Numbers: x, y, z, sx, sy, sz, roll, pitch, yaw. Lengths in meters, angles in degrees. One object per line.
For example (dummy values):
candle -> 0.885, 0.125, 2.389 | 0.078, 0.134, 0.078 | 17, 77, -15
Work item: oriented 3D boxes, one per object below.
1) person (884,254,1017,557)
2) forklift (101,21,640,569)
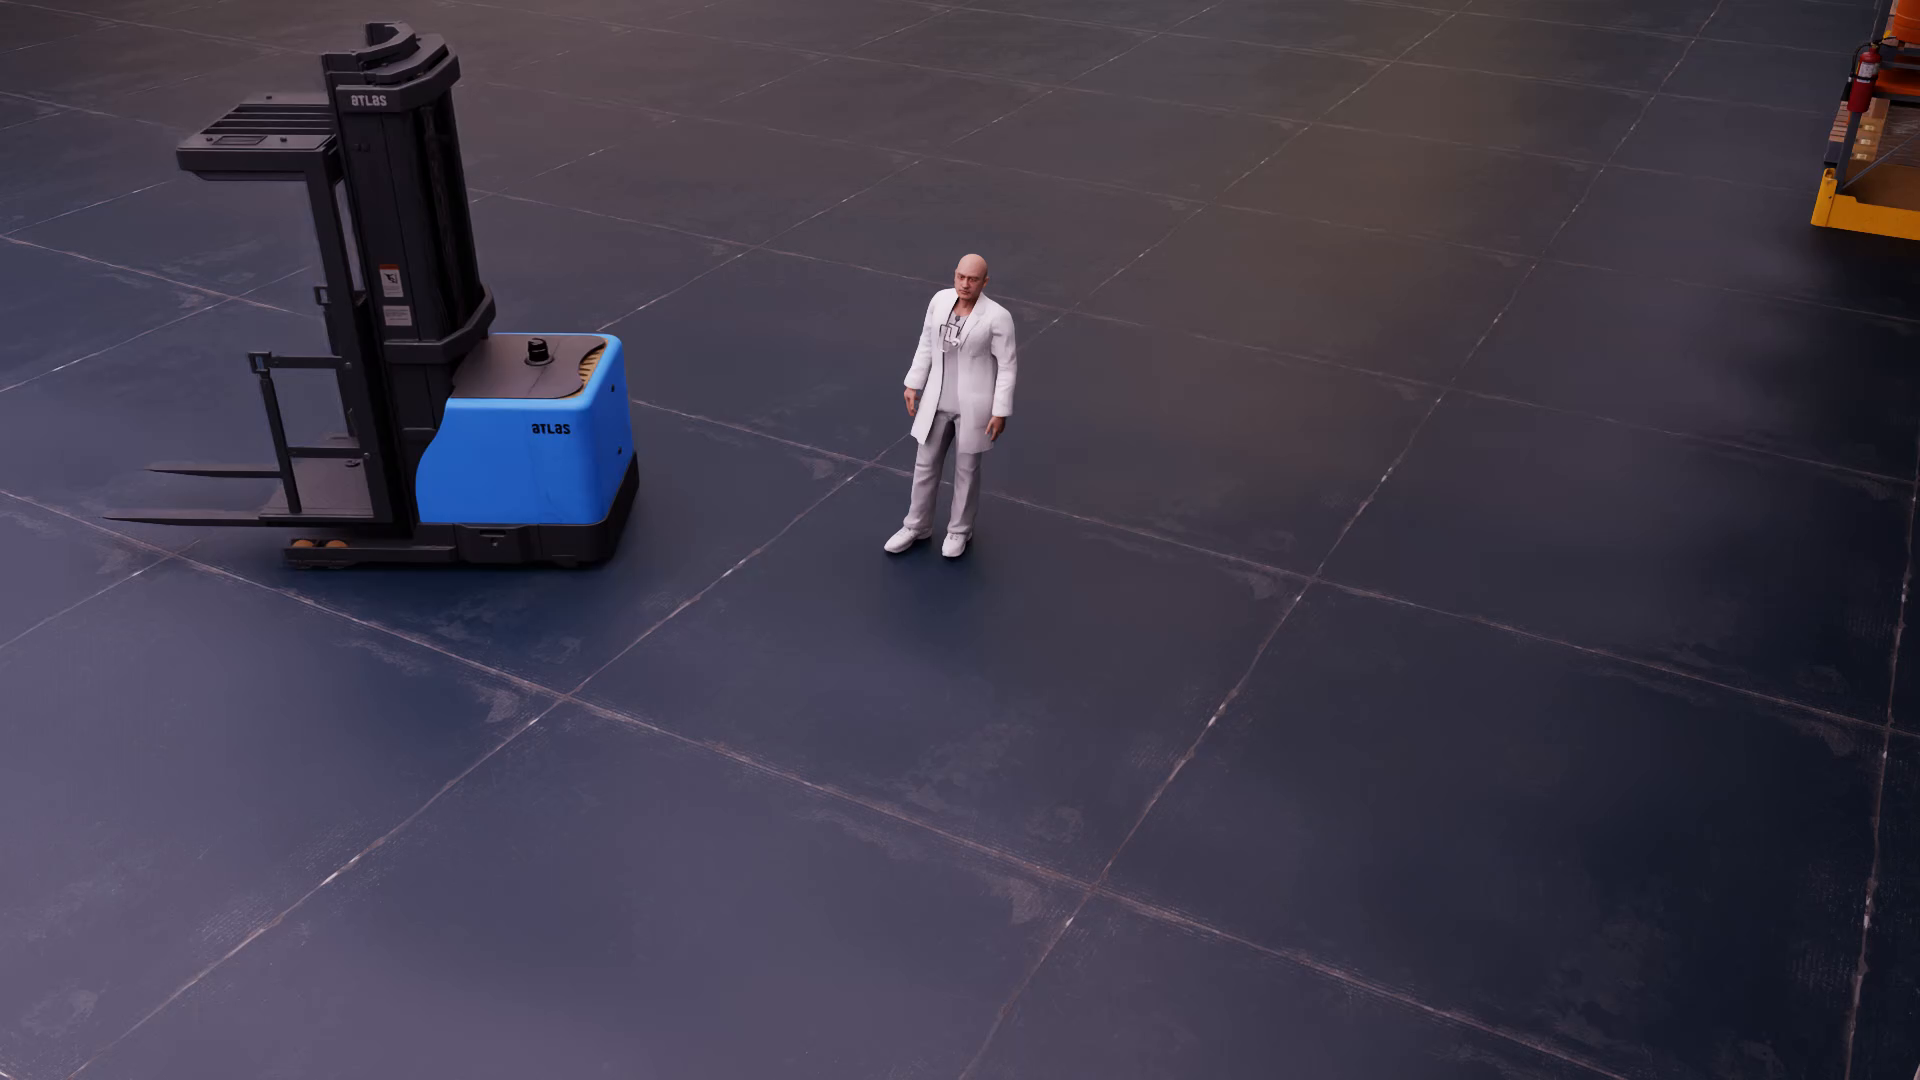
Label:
person -> -0.048, -0.737, 9.487 | 0.698, 1.777, 0.578 | 15, 33, 25
forklift -> -3.540, -1.362, 9.430 | 3.031, 2.935, 1.130 | 1, 30, 1
